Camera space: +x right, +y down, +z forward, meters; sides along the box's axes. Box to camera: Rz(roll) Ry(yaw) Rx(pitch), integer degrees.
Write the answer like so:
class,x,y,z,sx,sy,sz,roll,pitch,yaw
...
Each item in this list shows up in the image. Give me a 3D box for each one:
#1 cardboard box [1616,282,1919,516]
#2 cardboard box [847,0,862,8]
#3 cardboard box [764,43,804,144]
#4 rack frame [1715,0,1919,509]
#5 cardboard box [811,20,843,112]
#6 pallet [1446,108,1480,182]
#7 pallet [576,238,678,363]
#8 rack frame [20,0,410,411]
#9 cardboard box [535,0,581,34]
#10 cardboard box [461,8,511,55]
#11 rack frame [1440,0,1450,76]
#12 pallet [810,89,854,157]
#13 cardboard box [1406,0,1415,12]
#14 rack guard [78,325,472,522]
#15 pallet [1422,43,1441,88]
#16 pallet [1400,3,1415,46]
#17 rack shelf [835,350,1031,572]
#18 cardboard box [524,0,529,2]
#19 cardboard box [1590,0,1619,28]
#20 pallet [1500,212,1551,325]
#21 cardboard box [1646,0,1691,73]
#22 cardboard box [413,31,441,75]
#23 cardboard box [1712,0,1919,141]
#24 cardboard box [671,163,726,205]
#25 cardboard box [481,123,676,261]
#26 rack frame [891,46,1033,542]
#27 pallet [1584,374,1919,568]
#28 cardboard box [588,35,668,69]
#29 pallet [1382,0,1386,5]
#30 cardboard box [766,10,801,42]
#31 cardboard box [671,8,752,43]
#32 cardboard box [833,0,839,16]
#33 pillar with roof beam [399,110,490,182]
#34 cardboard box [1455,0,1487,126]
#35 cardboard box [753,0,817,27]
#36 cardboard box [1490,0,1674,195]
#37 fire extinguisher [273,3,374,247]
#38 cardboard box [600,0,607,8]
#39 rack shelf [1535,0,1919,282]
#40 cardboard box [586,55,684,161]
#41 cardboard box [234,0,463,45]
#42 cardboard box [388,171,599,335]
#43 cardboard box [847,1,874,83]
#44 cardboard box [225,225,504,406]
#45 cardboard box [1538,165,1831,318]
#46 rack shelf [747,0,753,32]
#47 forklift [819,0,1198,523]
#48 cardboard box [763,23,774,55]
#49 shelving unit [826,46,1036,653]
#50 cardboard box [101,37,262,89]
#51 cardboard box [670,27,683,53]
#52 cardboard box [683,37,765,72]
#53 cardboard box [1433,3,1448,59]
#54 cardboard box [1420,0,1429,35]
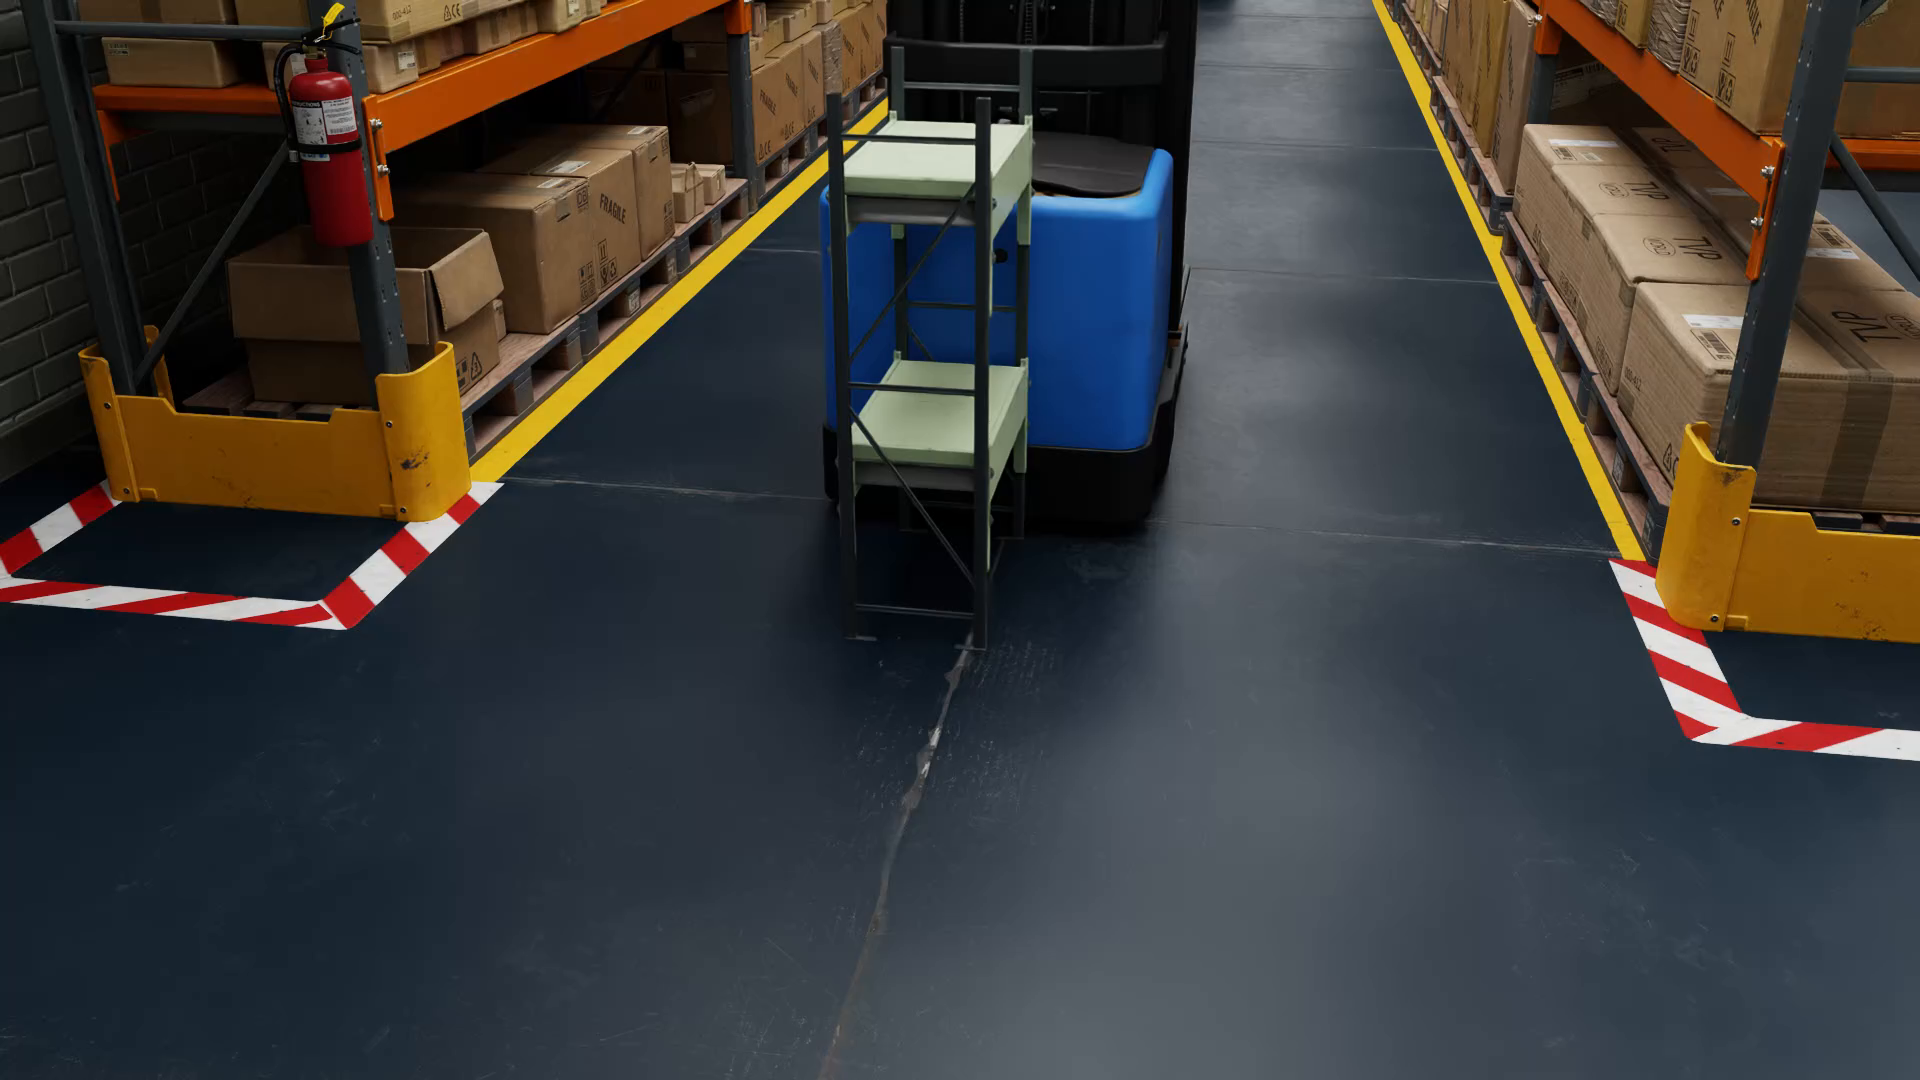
class,x,y,z,sx,sy,sz,roll,pitch,yaw
cardboard box,2.647,-0.462,5.226,0.875,0.438,0.875,3,25,7
cardboard box,-0.884,-3.742,11.394,0.380,0.149,0.250,3,25,7
cardboard box,-1.227,-2.633,9.790,0.500,0.500,0.500,4,25,8
rack frame,2.638,-1.149,4.167,1.000,3.000,0.127,4,25,9
cardboard box,-1.051,-3.058,10.697,0.500,0.500,0.500,3,25,7
pallet,3.541,-2.399,10.126,1.003,0.211,1.213,4,25,9
pallet,-1.916,-1.103,7.357,1.003,0.211,1.213,4,25,9
rack frame,-2.259,-1.492,4.898,1.000,3.000,0.127,4,25,9
cardboard box,-1.676,-2.032,6.349,0.380,0.149,0.250,3,25,7
cardboard box,-1.829,-1.820,5.896,0.380,0.149,0.250,5,26,10
rack frame,3.945,-4.495,11.315,1.000,3.000,0.127,4,25,9
pallet,-1.313,-2.756,10.889,1.003,0.211,1.213,4,25,9
cardboard box,4.516,-4.949,14.888,0.950,0.372,0.625,4,25,9
rack guard,-2.247,-0.391,5.496,1.175,0.500,0.348,4,25,9
pallet,4.075,-3.559,12.604,1.003,0.211,1.213,4,25,9
pallet,4.473,-4.579,14.785,1.003,0.211,1.213,4,25,9
rack shelf,-0.060,-0.245,4.772,0.431,0.370,0.720,4,25,9
cardboard box,-1.758,-2.153,6.137,0.500,0.250,0.500,4,25,8
cardboard box,2.783,-2.272,6.447,0.500,0.500,0.500,4,25,9
pallet,3.090,-1.247,7.664,1.003,0.211,1.213,4,25,9
cardboard box,2.627,-1.839,5.523,0.500,0.500,0.500,5,26,10
cardboard box,-1.939,-1.606,5.439,0.380,0.149,0.250,5,25,10
cardboard box,2.456,-1.415,4.616,0.500,0.500,0.500,4,25,9
cardboard box,-1.407,-1.810,8.447,0.380,0.149,0.250,3,25,7
cardboard box,-1.718,-1.588,7.557,0.700,0.500,0.500,3,25,7
rack frame,0.004,-0.693,4.961,0.400,1.500,0.023,4,25,9
pallet,2.692,-0.226,5.484,1.003,0.211,1.213,4,25,9
cardboard box,-1.830,-2.690,9.147,0.380,0.149,0.250,3,25,6
pallet,4.871,-5.700,17.179,1.003,0.211,1.213,4,25,9
cardboard box,-1.176,-3.095,10.012,0.380,0.149,0.250,4,25,8
cardboard box,-1.344,-2.787,9.003,0.380,0.149,0.250,4,25,8
cardboard box,-1.012,-3.530,10.942,0.380,0.149,0.250,4,25,8
pillar with roof beam,1.638,-5.355,6.075,9.100,9.000,0.400,4,25,9
cardboard box,3.601,-3.067,10.275,0.875,0.875,0.875,4,25,9
cardboard box,-1.118,-3.313,10.478,0.380,0.149,0.250,4,25,9
cardboard box,3.314,-2.315,8.668,0.875,0.875,0.875,5,26,10
fire extinguisher,-1.828,-1.194,4.794,0.296,0.674,0.183,4,25,9
cardboard box,-1.679,-2.256,6.827,0.380,0.149,0.250,4,25,8
rack shelf,2.965,-1.660,6.107,1.077,0.370,4.000,4,25,9
cardboard box,-1.817,-2.448,9.396,0.500,0.500,0.500,4,25,8
cardboard box,-1.920,-1.730,5.233,0.500,0.250,0.500,4,25,9
cardboard box,-1.888,-1.154,6.630,0.700,0.500,0.500,5,26,11
cardboard box,-0.901,-3.495,11.632,0.500,0.500,0.500,4,25,8
cardboard box,-2.066,-0.800,5.871,0.797,0.503,0.637,3,25,6
cardboard box,2.938,-1.222,6.850,0.875,0.438,0.875,3,25,7
rack shelf,-1.279,-3.675,10.412,1.077,0.370,4.000,4,25,9
forklift,0.326,-1.978,6.019,1.130,2.935,3.031,4,25,9
cardboard box,-1.285,-2.877,9.547,0.380,0.149,0.250,3,25,6
shelving unit,-0.060,-0.540,4.634,0.431,1.500,0.755,4,25,9
cardboard box,-2.470,-1.535,5.288,0.380,0.149,0.250,4,25,8
cardboard box,-1.761,-2.903,9.602,0.380,0.149,0.250,4,25,9
cardboard box,-1.285,-2.648,9.057,0.380,0.149,0.250,5,26,11
cardboard box,4.048,-3.731,12.287,0.950,0.372,0.625,2,25,5
cardboard box,4.290,-4.357,13.624,0.950,0.372,0.625,5,26,10
